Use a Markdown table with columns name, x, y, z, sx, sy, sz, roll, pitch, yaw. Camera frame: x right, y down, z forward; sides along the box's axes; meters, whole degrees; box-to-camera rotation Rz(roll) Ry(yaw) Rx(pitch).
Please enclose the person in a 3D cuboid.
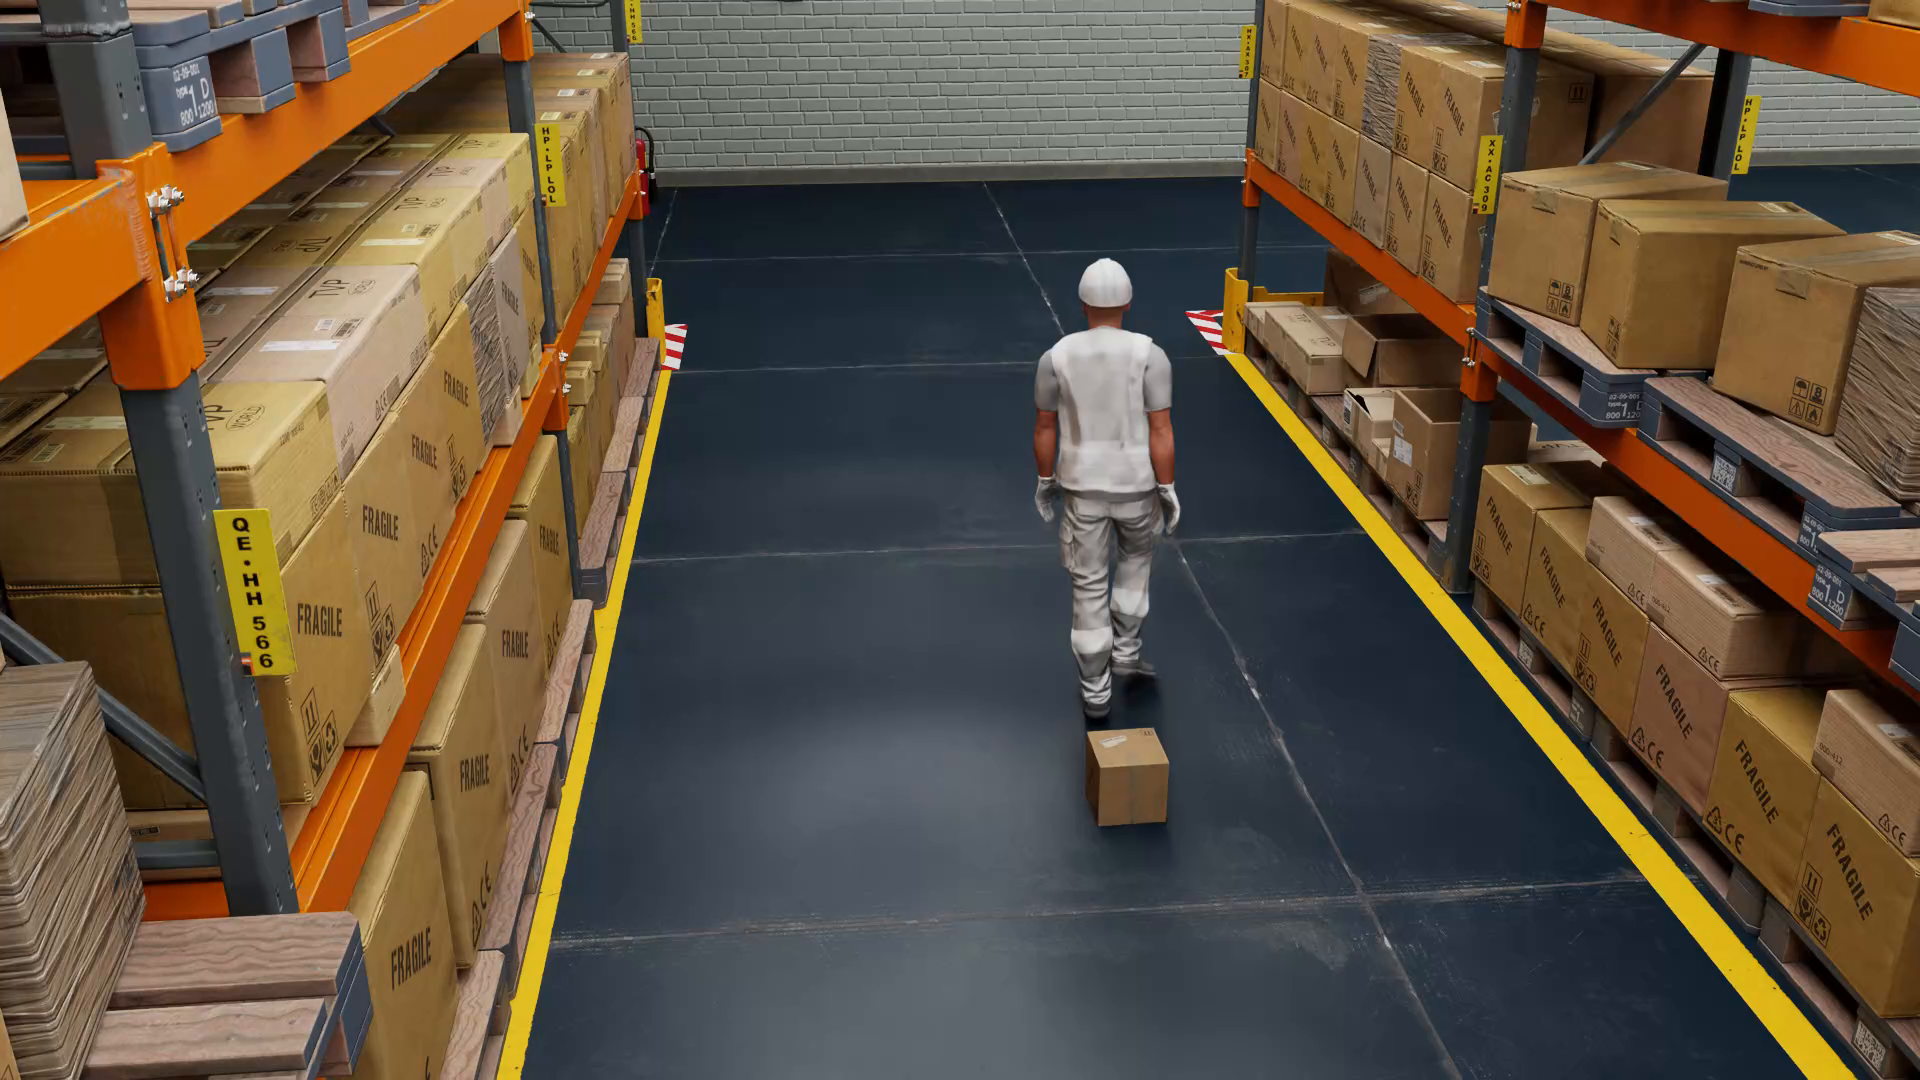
| name | x | y | z | sx | sy | sz | roll | pitch | yaw |
| --- | --- | --- | --- | --- | --- | --- | --- | --- | --- |
| person | 0.566 | -0.190 | 6.483 | 0.579 | 1.785 | 0.545 | 2 | 24 | 5 |
